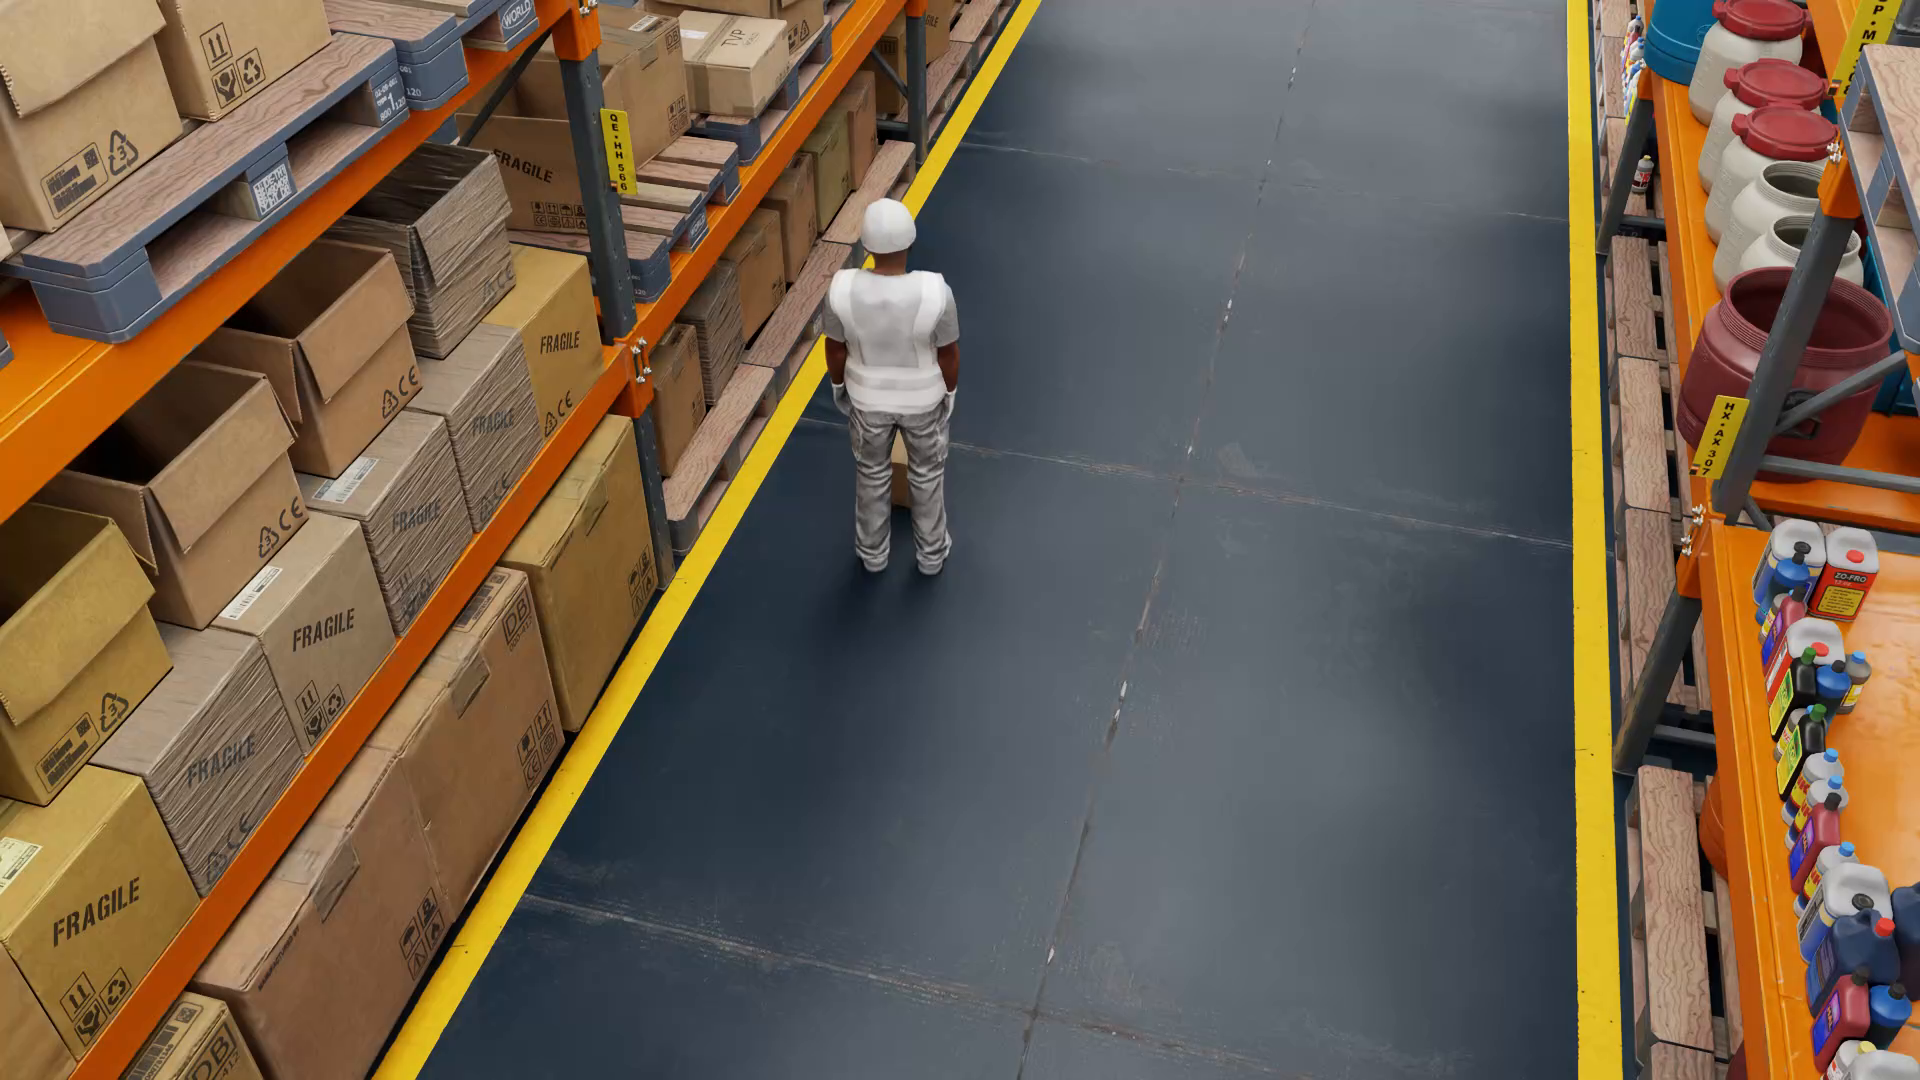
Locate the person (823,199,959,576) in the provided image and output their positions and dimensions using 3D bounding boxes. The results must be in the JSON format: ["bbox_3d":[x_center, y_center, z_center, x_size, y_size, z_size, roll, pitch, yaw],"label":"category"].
[{"bbox_3d":[-0.272,-0.608,6.847,0.548,1.785,0.357,3,41,4],"label":"person"}]
